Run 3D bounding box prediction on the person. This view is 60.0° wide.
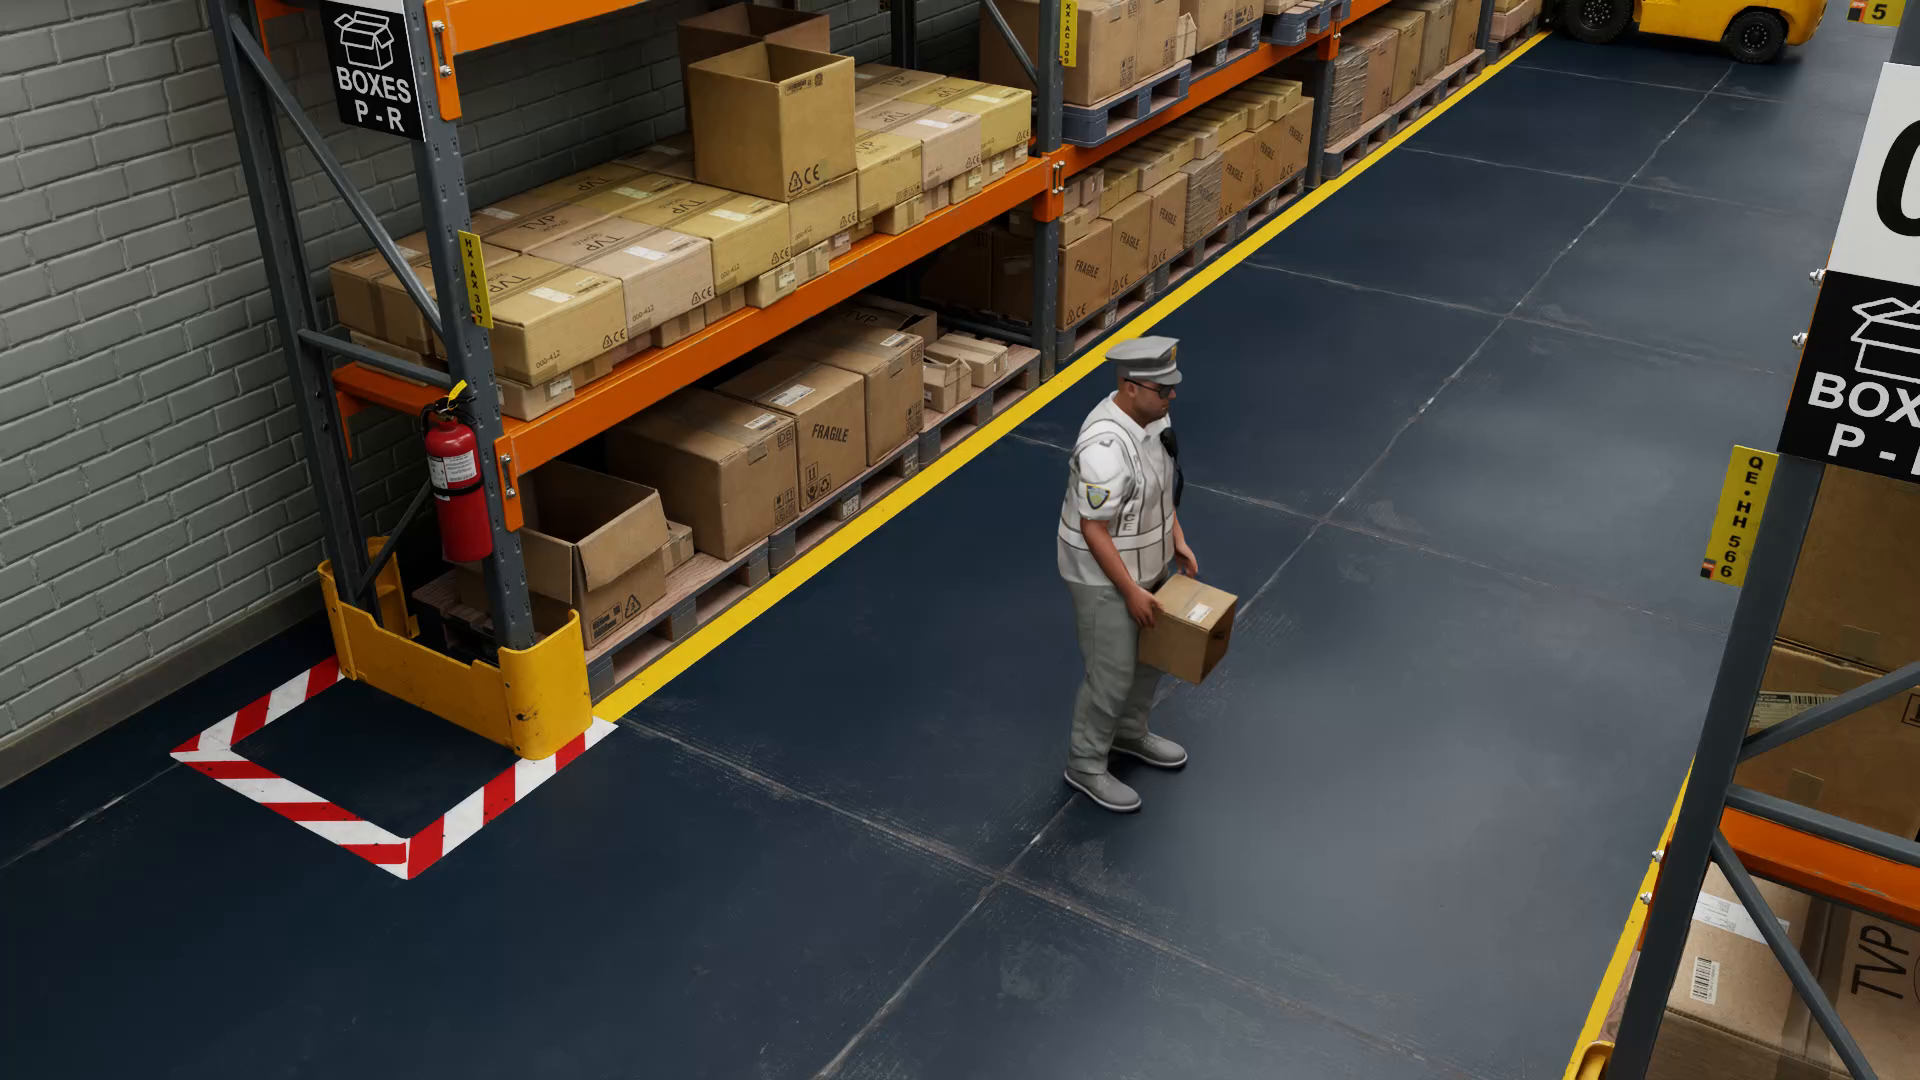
[{"bbox_3d":[0.602,0.096,5.943,0.470,1.763,0.547,17,34,26],"label":"person"}]
